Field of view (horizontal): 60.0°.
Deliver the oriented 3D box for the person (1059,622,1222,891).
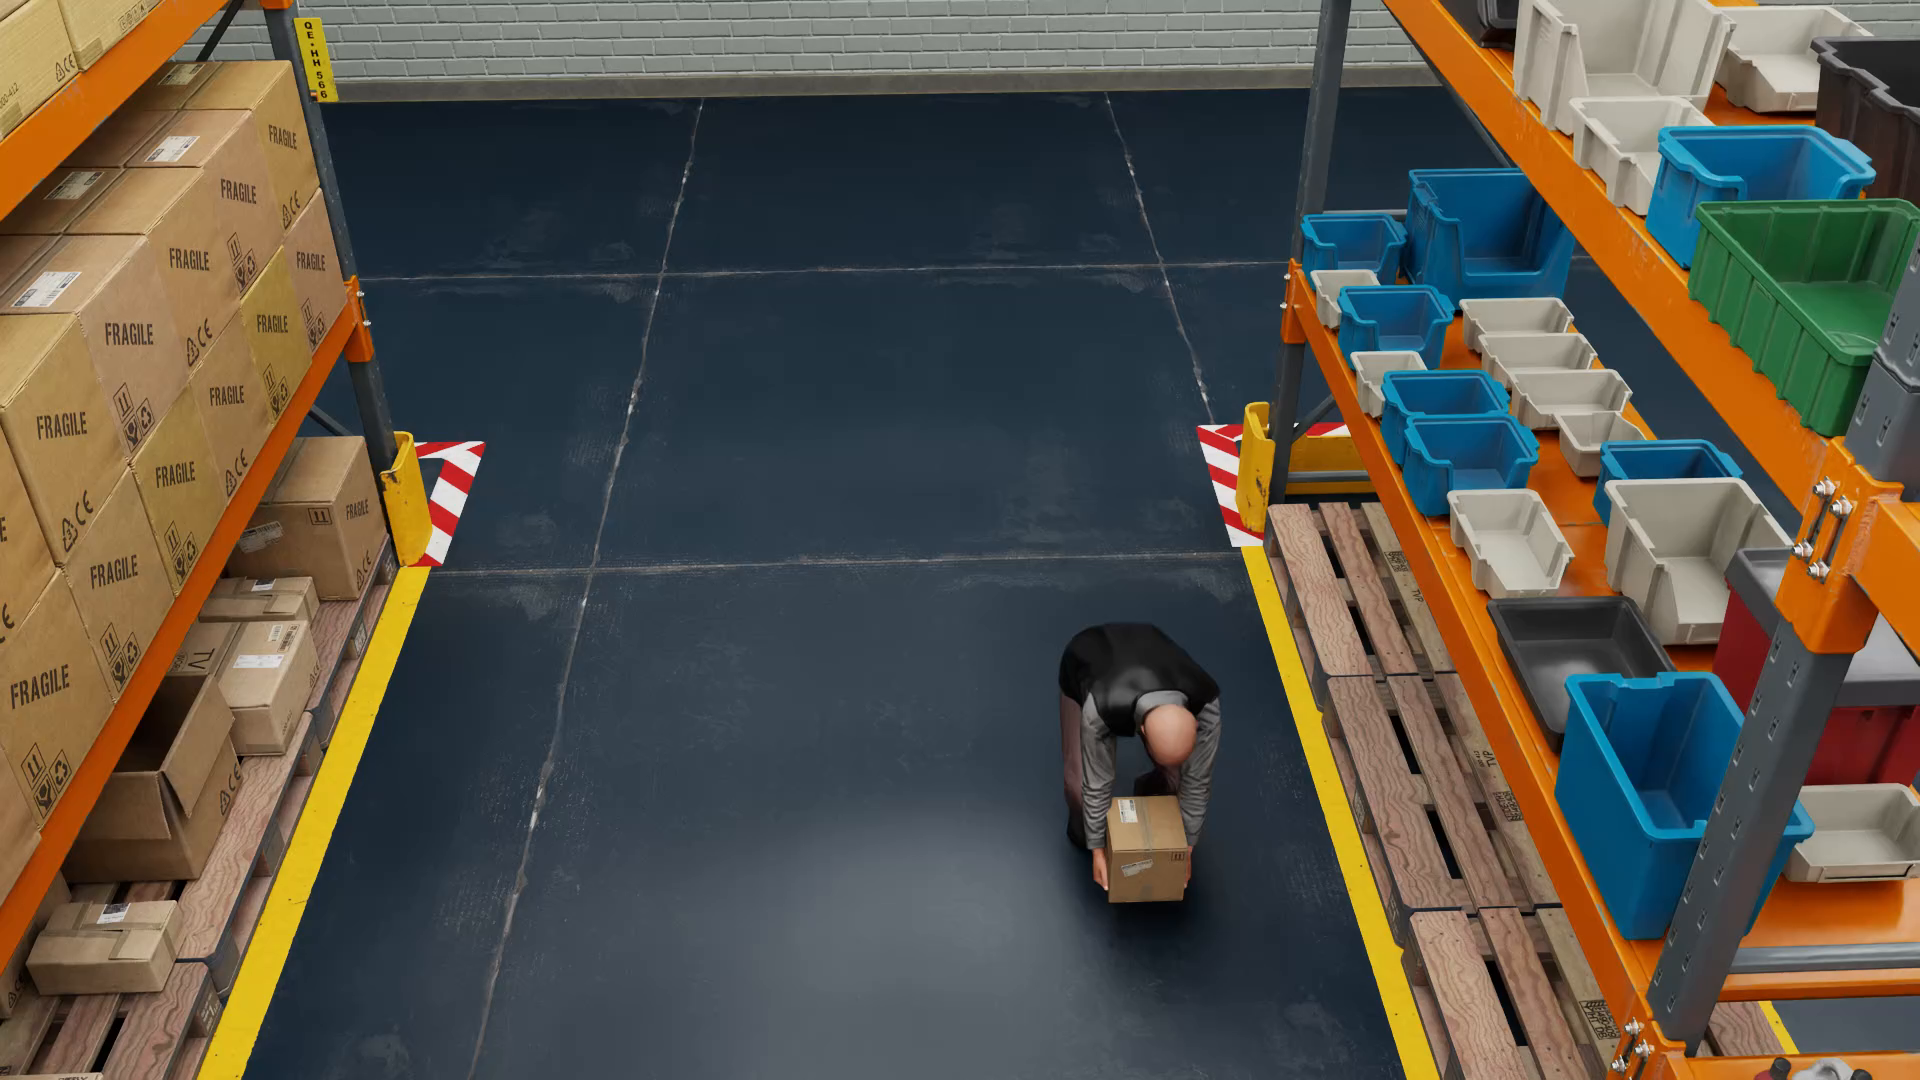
[{"bbox_3d":[0.609,0.731,5.794,0.506,0.961,0.897,-2,35,-4],"label":"person"}]
